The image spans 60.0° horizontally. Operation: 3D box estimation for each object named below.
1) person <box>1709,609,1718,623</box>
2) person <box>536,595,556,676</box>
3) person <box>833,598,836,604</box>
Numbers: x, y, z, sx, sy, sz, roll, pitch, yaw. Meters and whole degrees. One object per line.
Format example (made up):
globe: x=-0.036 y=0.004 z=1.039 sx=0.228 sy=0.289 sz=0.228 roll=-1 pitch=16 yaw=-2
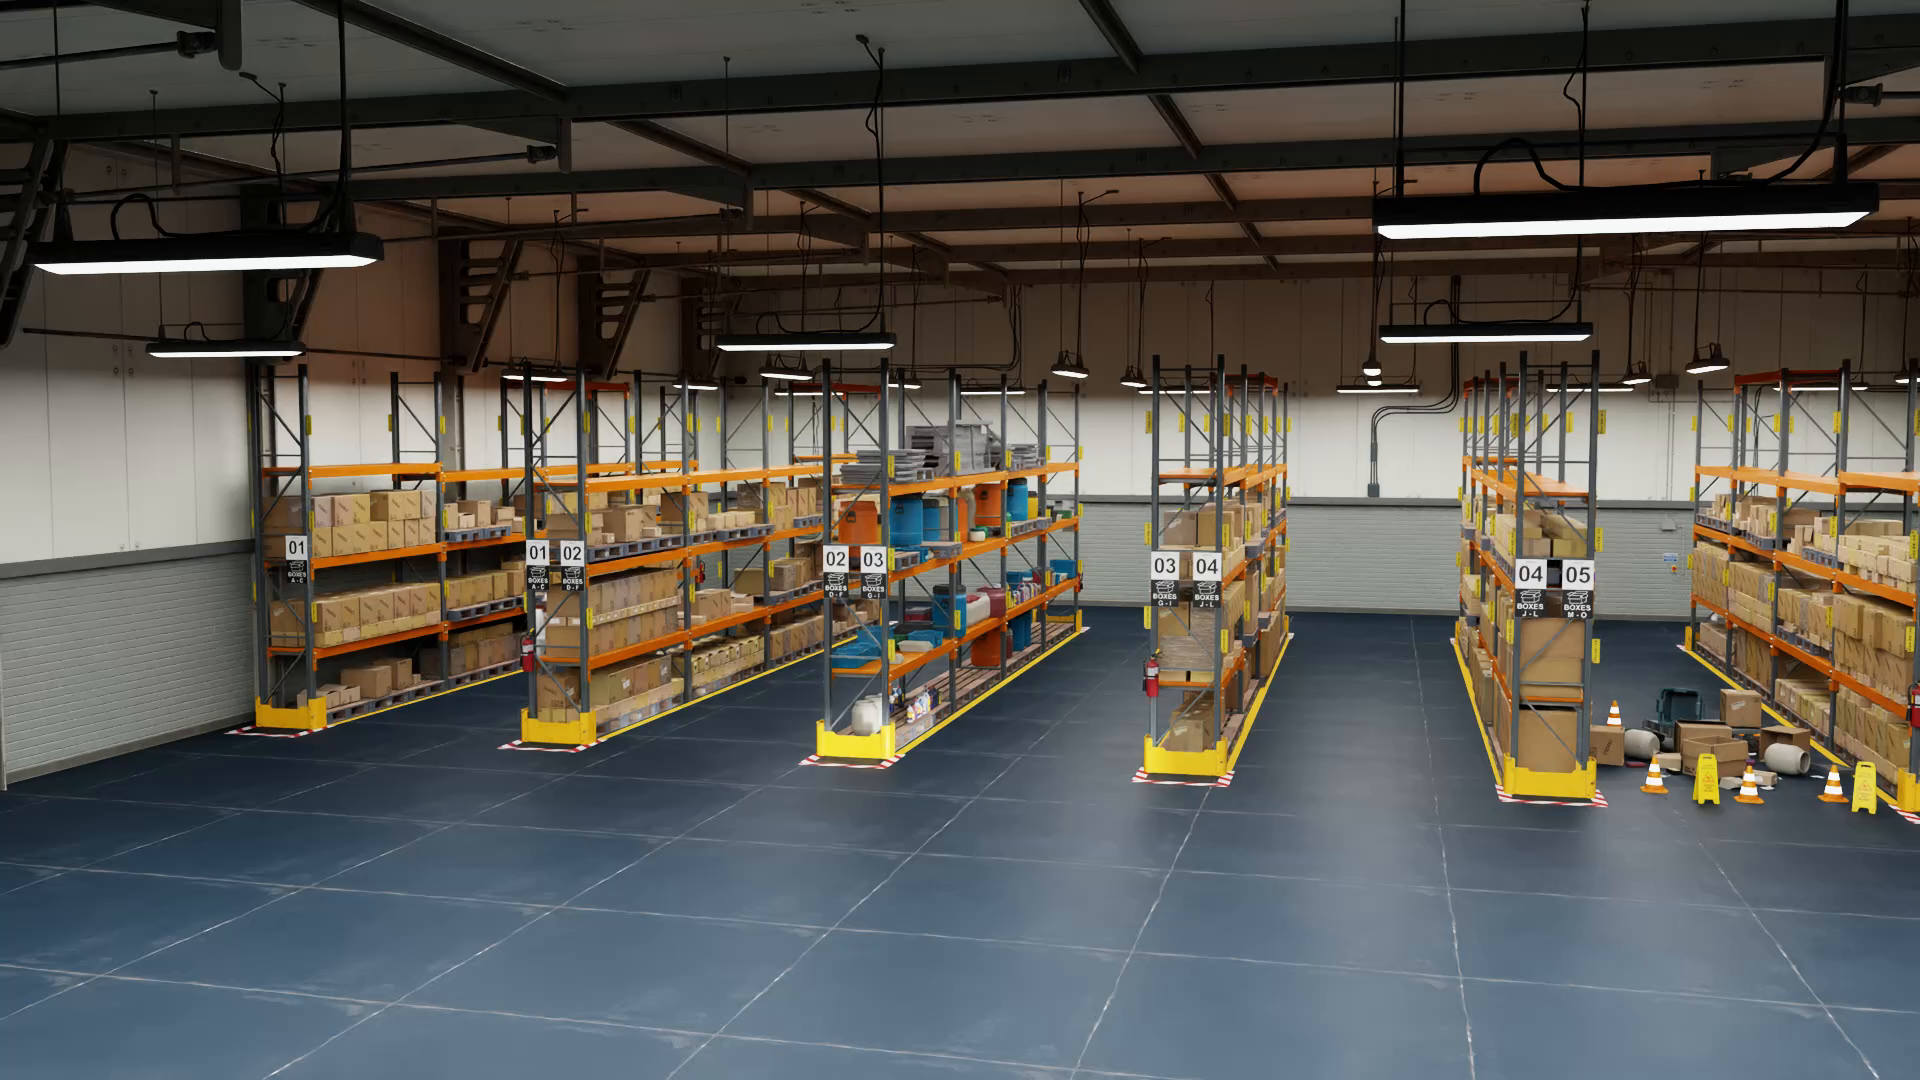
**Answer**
person: x=18.525 y=1.317 z=40.491 sx=0.823 sy=1.771 sz=0.539 roll=1 pitch=4 yaw=10
person: x=-7.853 y=1.955 z=31.590 sx=0.570 sy=1.814 sz=0.680 roll=-1 pitch=4 yaw=-11
person: x=-3.492 y=1.108 z=44.307 sx=0.645 sy=1.682 sz=0.724 roll=2 pitch=4 yaw=25
